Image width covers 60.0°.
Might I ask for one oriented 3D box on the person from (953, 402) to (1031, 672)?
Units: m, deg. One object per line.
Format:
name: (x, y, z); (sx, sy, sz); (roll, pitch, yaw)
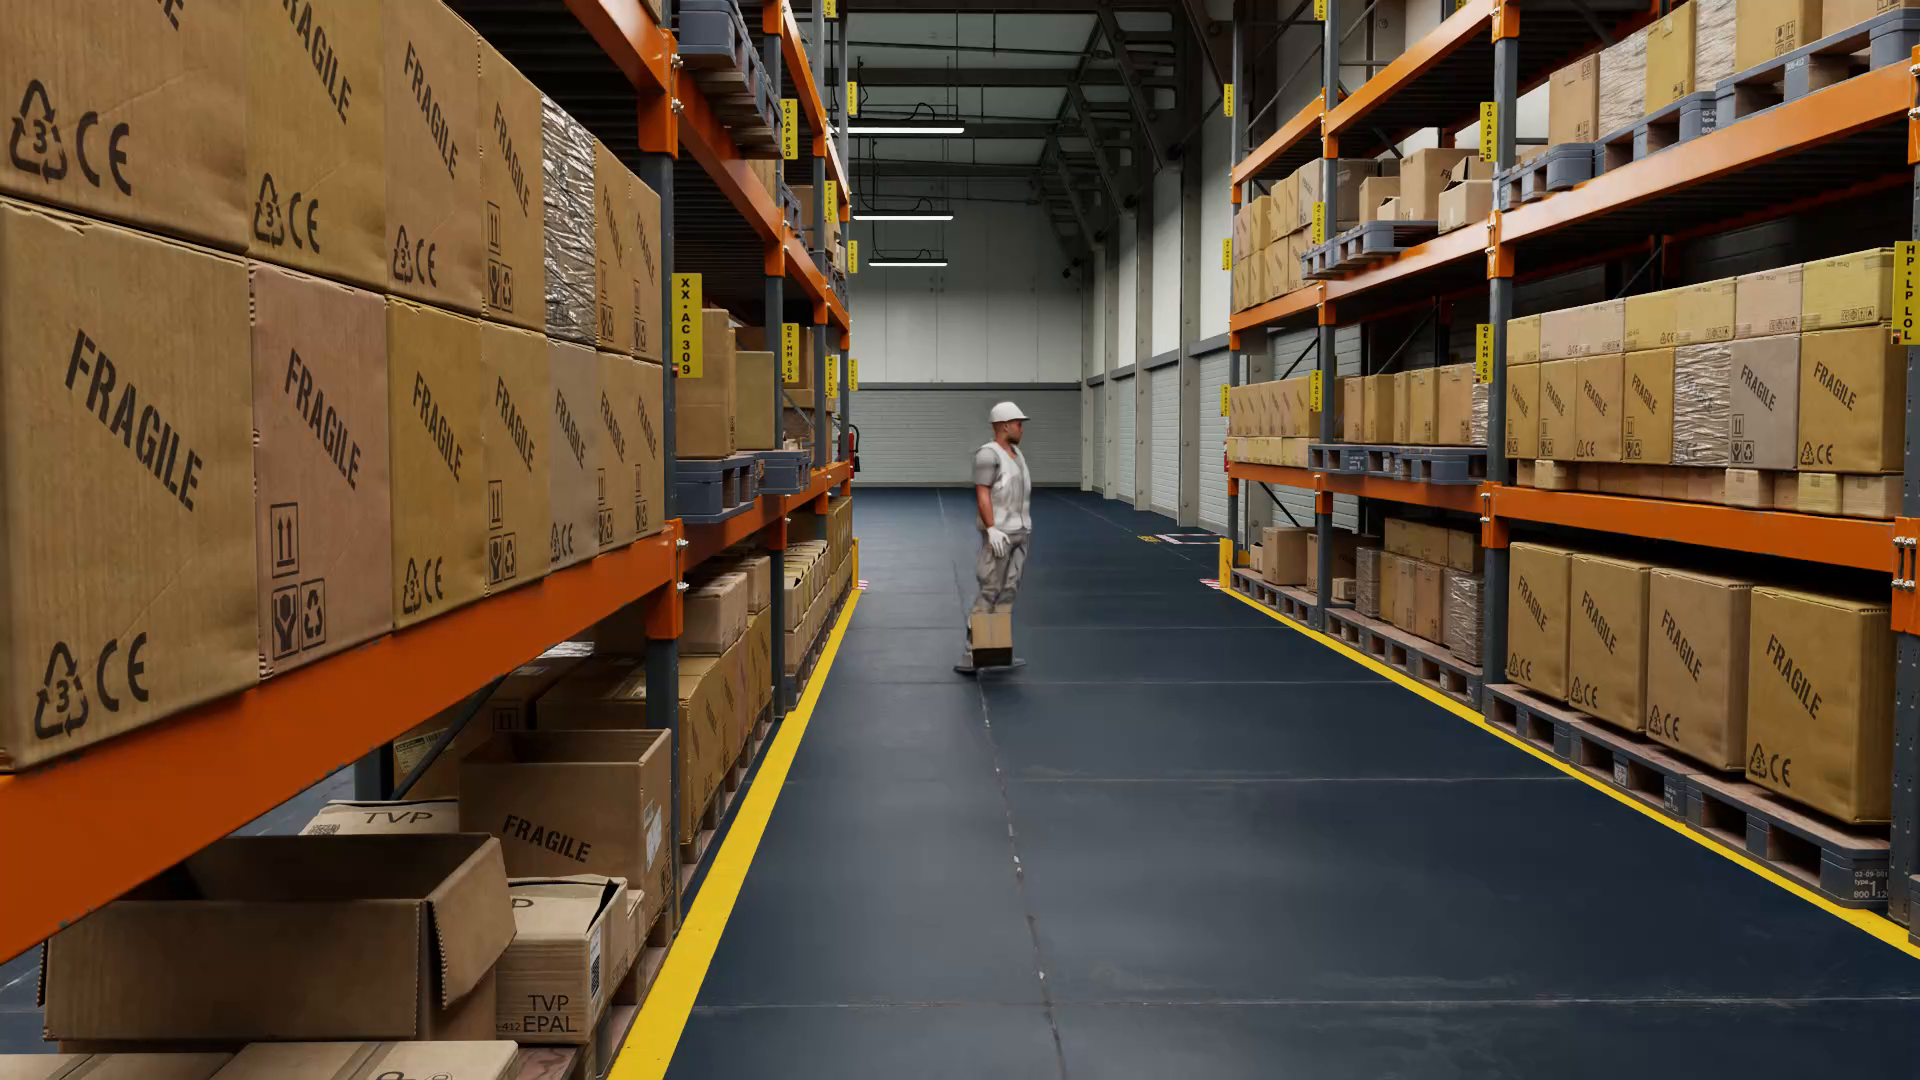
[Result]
person: (0.252, -0.027, 11.113); (0.418, 1.787, 0.660); (3, 5, 35)
